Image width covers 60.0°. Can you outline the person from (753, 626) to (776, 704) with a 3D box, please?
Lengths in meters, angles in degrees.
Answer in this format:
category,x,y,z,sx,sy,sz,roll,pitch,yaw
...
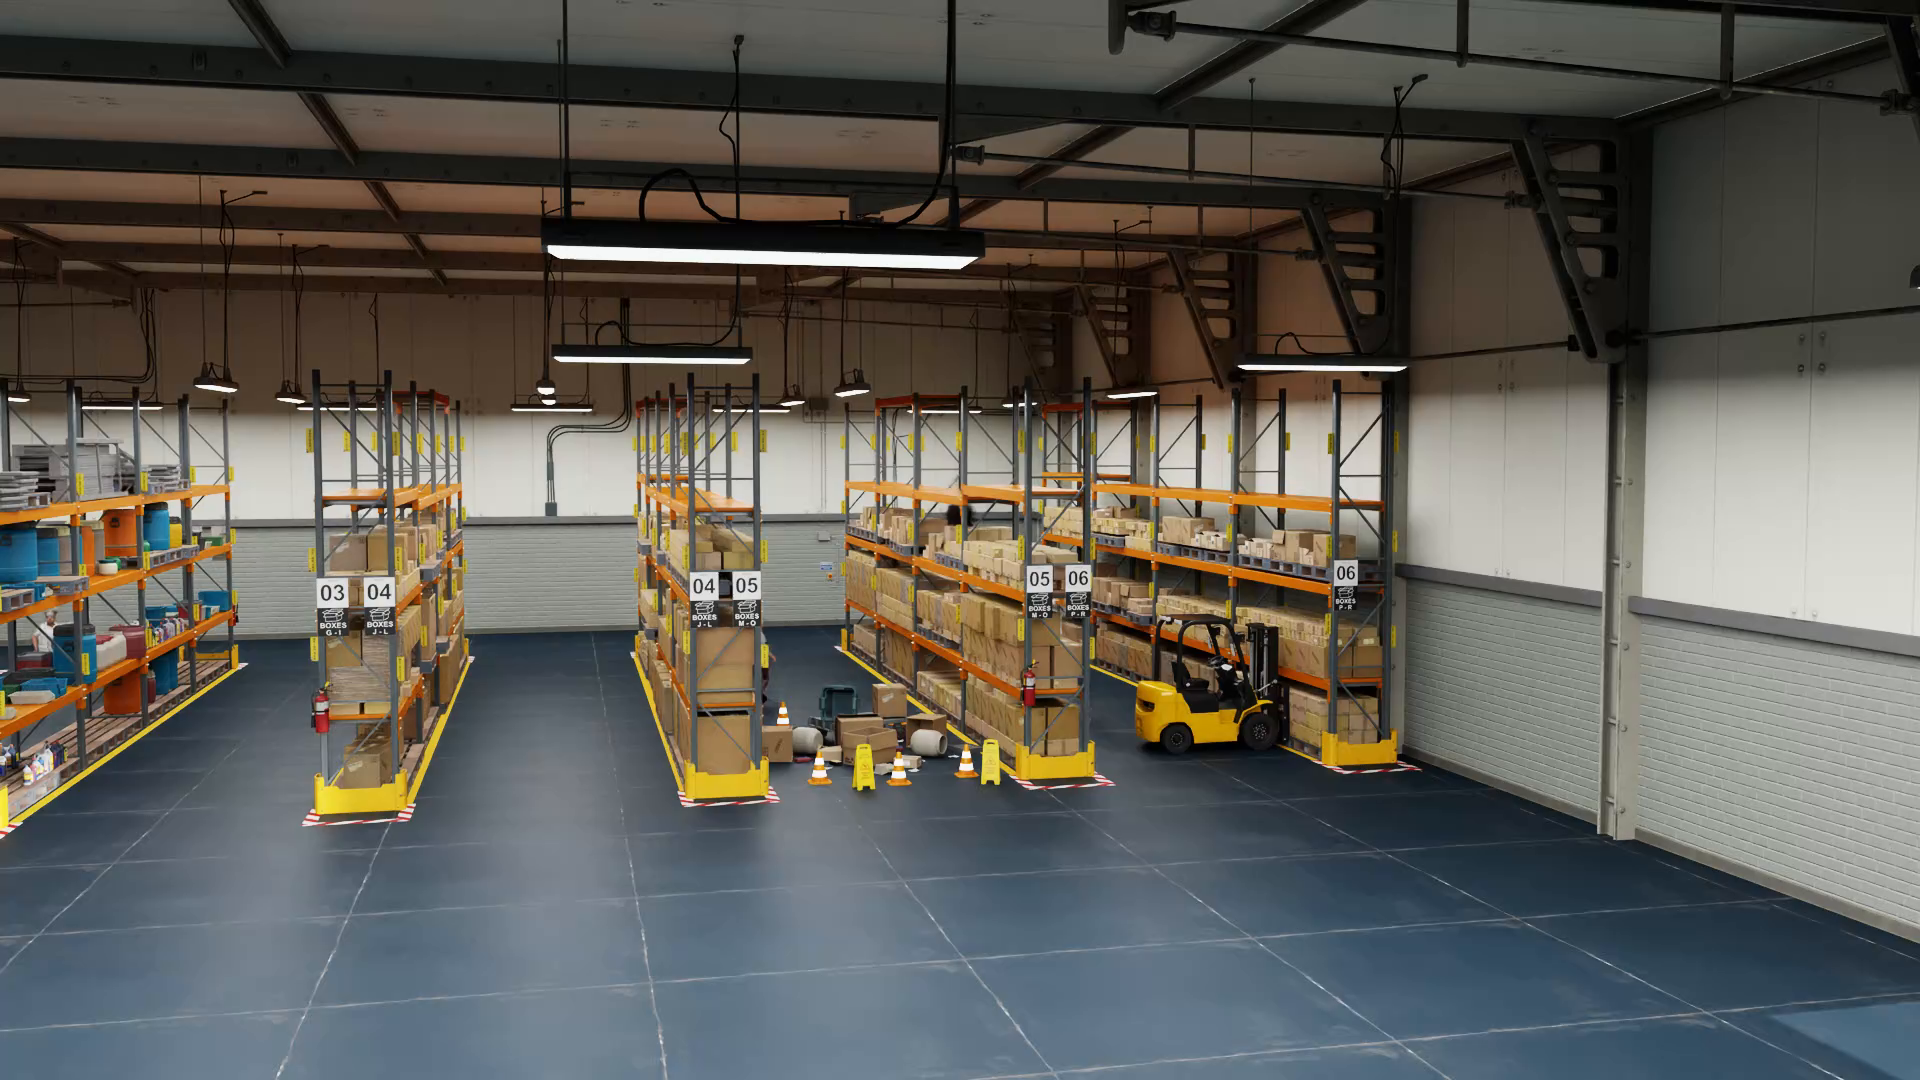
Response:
category,x,y,z,sx,sy,sz,roll,pitch,yaw
person,-3.900,2.361,31.965,0.756,1.659,0.639,1,4,20

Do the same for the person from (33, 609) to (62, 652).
category,x,y,z,sx,sy,sz,roll,pitch,yaw
person,-17.854,2.239,32.610,0.662,1.749,0.653,-1,3,-18
